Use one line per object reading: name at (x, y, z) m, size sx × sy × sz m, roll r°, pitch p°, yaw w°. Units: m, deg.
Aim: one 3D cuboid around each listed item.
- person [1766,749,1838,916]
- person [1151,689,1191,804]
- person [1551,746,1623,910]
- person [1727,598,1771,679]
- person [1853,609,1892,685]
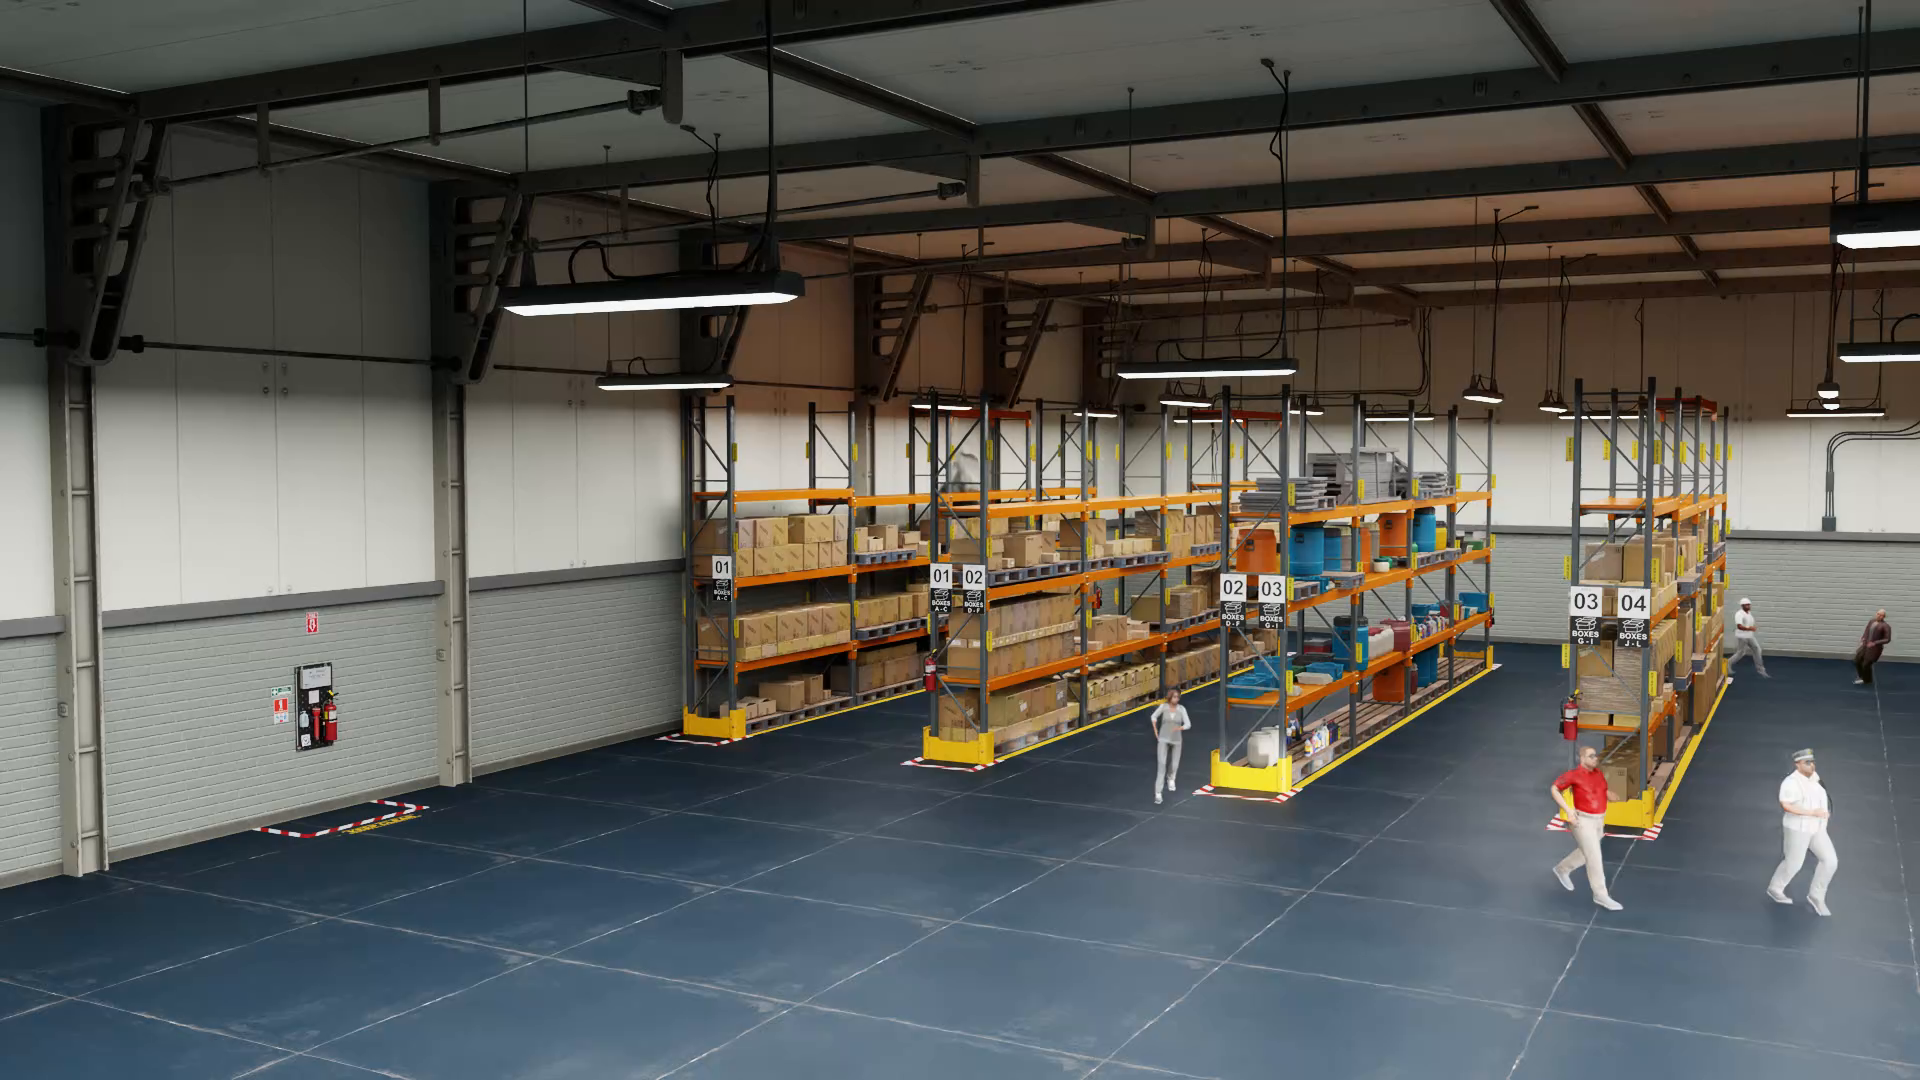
person at (9.204, 3.178, 18.156) m, size 0.660 × 1.842 × 0.754 m, roll -1°, pitch 3°, yaw -21°
person at (3.057, 2.939, 24.041) m, size 0.548 × 1.588 × 0.877 m, roll 0°, pitch 3°, yaw 0°
person at (6.965, 3.146, 18.468) m, size 0.663 × 1.717 × 0.989 m, roll -2°, pitch 4°, yaw -34°
person at (17.469, 2.177, 36.970) m, size 0.704 × 1.782 × 0.930 m, roll -3°, pitch 4°, yaw -43°
person at (19.417, 2.295, 35.482) m, size 0.554 × 1.673 × 0.913 m, roll -1°, pitch 3°, yaw -21°
